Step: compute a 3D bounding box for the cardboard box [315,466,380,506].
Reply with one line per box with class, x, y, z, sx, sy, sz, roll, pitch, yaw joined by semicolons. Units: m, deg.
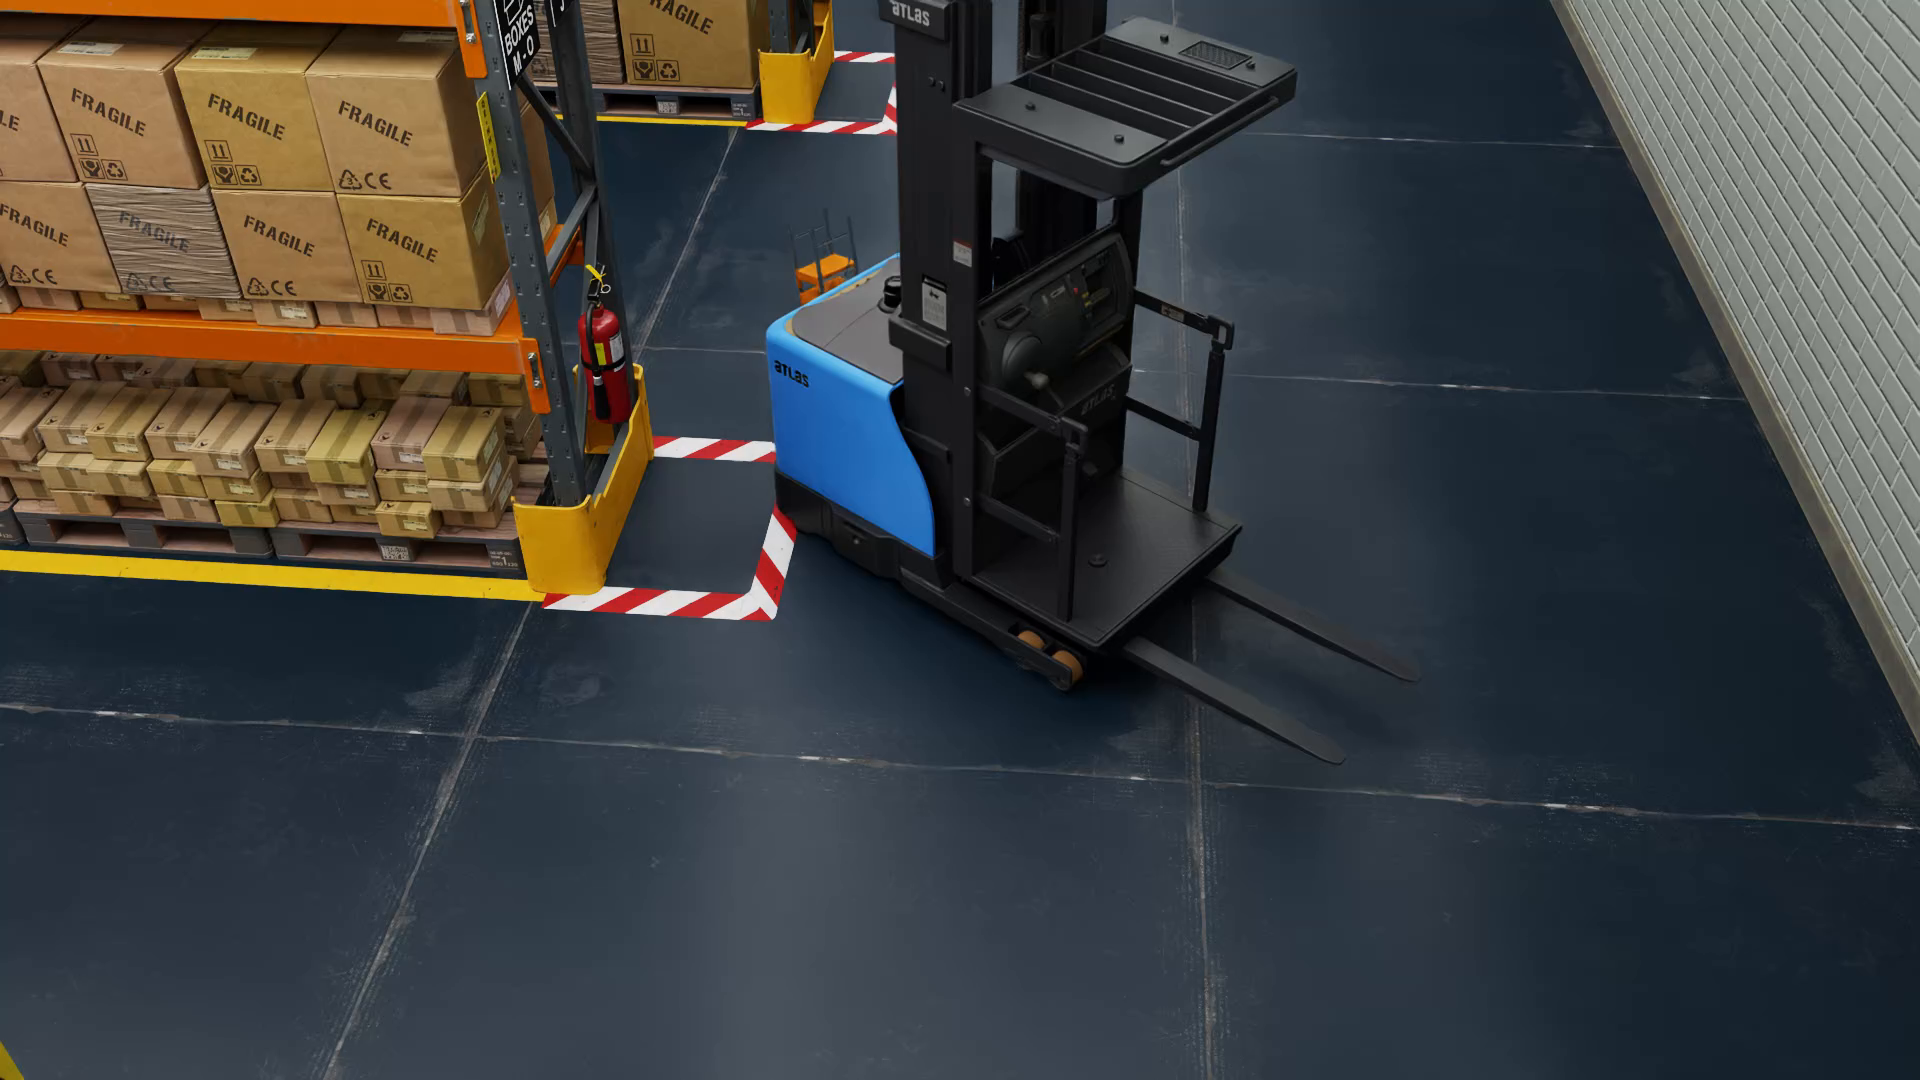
cardboard box;-2.763;-0.329;7.638;0.250;0.149;0.380;2;39;2

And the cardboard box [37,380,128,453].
cardboard box;-4.042;-0.574;7.703;0.250;0.149;0.380;2;39;2

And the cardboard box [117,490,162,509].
cardboard box;-3.780;-0.322;7.865;0.250;0.149;0.380;4;39;5

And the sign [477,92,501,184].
sign;-1.762;-1.504;6.224;0.005;0.325;0.100;3;39;4

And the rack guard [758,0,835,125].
rack guard;-1.142;-3.423;11.730;0.348;0.500;1.175;3;39;4

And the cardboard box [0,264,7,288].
cardboard box;-4.216;-1.394;6.942;0.500;0.500;0.500;2;39;3

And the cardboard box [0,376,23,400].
cardboard box;-4.567;-0.602;7.738;0.250;0.149;0.380;2;39;3

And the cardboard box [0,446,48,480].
cardboard box;-4.300;-0.455;7.794;0.250;0.149;0.380;5;39;6

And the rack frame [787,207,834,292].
rack frame;-0.665;-1.049;8.270;0.240;1.200;0.006;-30;38;-32

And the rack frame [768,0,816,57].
rack frame;-1.166;-4.394;10.942;0.127;3.000;1.000;3;39;4

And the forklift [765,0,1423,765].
forklift;0.559;-0.873;6.672;3.031;2.935;1.130;29;47;31

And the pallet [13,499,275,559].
pallet;-3.789;-0.337;8.168;1.213;0.211;1.003;3;39;4

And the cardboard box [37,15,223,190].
cardboard box;-3.196;-1.741;6.576;0.500;0.500;0.500;5;39;6

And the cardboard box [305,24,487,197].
cardboard box;-2.172;-1.690;6.514;0.500;0.500;0.500;2;39;3

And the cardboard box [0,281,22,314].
cardboard box;-4.110;-1.138;7.141;0.250;0.149;0.380;5;39;6

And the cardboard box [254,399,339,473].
cardboard box;-3.011;-0.475;7.583;0.250;0.149;0.380;2;39;2

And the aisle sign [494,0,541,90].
aisle sign;-1.648;-2.095;6.059;0.004;0.787;0.394;3;39;4

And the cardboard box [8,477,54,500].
cardboard box;-4.299;-0.363;7.916;0.250;0.149;0.380;2;39;2

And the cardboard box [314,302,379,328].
cardboard box;-2.540;-1.064;7.050;0.250;0.149;0.380;3;39;3

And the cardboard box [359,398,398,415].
cardboard box;-2.714;-0.651;8.034;0.250;0.149;0.380;4;39;4

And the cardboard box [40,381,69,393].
cardboard box;-4.302;-0.766;8.175;0.250;0.149;0.380;4;39;5

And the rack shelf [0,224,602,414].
rack shelf;-3.687;-1.110;7.478;4.000;0.370;1.077;3;39;4

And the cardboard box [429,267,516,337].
cardboard box;-2.044;-1.022;7.000;0.250;0.149;0.380;3;39;4

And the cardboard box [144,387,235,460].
cardboard box;-3.536;-0.539;7.661;0.250;0.149;0.380;2;39;2

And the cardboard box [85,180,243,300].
cardboard box;-3.183;-1.350;6.888;0.500;0.500;0.500;3;39;4

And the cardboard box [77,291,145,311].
cardboard box;-3.585;-1.152;7.159;0.250;0.149;0.380;4;39;5

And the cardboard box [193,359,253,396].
cardboard box;-3.500;-0.869;8.067;0.250;0.149;0.380;4;39;5

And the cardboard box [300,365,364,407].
cardboard box;-2.967;-0.805;7.988;0.250;0.149;0.380;1;39;2

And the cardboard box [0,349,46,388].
cardboard box;-4.544;-0.869;8.066;0.250;0.149;0.380;4;39;5

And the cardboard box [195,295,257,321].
cardboard box;-3.056;-1.096;7.090;0.250;0.149;0.380;2;39;2

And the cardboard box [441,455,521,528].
cardboard box;-2.237;-0.235;7.758;0.250;0.149;0.380;4;39;5

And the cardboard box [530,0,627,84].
cardboard box;-2.717;-3.767;11.522;0.875;0.875;0.875;3;39;4

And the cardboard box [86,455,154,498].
cardboard box;-3.811;-0.372;7.692;0.250;0.149;0.380;4;39;4

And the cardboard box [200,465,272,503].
cardboard box;-3.280;-0.349;7.663;0.250;0.149;0.380;4;39;5

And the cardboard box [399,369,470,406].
cardboard box;-2.472;-0.749;7.919;0.250;0.149;0.380;4;39;5

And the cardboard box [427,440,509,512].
cardboard box;-2.245;-0.302;7.605;0.250;0.149;0.380;2;39;3

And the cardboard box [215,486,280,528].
cardboard box;-3.264;-0.233;7.757;0.250;0.149;0.380;1;39;2

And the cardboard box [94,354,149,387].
cardboard box;-3.997;-0.905;8.111;0.250;0.149;0.380;2;39;2

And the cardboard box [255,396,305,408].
cardboard box;-3.233;-0.688;8.079;0.250;0.149;0.380;1;39;2

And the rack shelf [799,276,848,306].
rack shelf;-0.626;-1.183;8.106;0.258;0.103;0.180;-30;38;-32

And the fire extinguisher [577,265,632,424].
fire extinguisher;-1.484;-0.801;6.885;0.183;0.674;0.296;3;39;4

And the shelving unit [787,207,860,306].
shelving unit;-0.604;-1.019;8.209;0.258;1.200;0.189;-30;38;-32

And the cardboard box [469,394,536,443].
cardboard box;-2.194;-0.642;8.024;0.250;0.149;0.380;5;39;6

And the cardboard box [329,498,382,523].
cardboard box;-2.758;-0.254;7.781;0.250;0.149;0.380;3;39;4

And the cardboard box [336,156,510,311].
cardboard box;-2.165;-1.297;6.823;0.500;0.500;0.500;4;39;5

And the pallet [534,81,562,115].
pallet;-3.182;-3.375;11.899;1.213;0.211;1.003;3;39;4

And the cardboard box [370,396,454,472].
cardboard box;-2.489;-0.487;7.597;0.250;0.149;0.380;4;39;5
